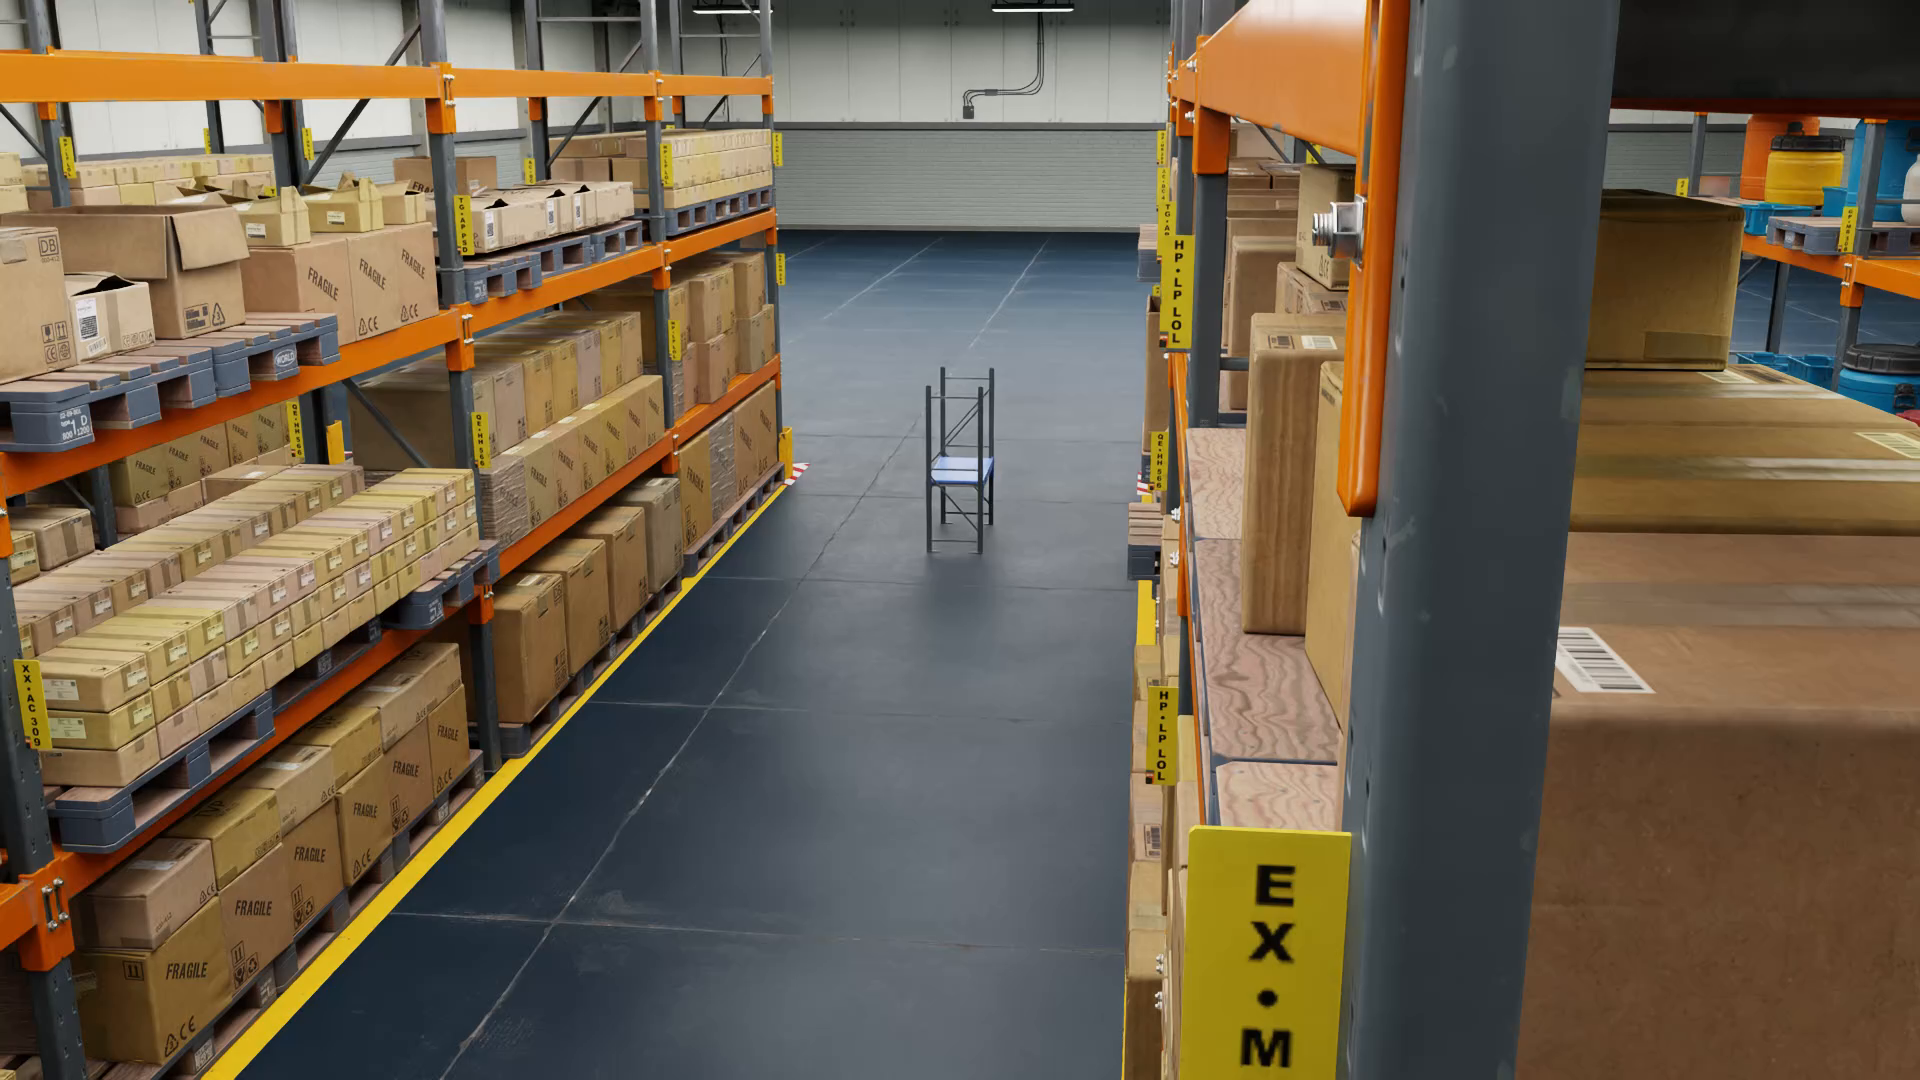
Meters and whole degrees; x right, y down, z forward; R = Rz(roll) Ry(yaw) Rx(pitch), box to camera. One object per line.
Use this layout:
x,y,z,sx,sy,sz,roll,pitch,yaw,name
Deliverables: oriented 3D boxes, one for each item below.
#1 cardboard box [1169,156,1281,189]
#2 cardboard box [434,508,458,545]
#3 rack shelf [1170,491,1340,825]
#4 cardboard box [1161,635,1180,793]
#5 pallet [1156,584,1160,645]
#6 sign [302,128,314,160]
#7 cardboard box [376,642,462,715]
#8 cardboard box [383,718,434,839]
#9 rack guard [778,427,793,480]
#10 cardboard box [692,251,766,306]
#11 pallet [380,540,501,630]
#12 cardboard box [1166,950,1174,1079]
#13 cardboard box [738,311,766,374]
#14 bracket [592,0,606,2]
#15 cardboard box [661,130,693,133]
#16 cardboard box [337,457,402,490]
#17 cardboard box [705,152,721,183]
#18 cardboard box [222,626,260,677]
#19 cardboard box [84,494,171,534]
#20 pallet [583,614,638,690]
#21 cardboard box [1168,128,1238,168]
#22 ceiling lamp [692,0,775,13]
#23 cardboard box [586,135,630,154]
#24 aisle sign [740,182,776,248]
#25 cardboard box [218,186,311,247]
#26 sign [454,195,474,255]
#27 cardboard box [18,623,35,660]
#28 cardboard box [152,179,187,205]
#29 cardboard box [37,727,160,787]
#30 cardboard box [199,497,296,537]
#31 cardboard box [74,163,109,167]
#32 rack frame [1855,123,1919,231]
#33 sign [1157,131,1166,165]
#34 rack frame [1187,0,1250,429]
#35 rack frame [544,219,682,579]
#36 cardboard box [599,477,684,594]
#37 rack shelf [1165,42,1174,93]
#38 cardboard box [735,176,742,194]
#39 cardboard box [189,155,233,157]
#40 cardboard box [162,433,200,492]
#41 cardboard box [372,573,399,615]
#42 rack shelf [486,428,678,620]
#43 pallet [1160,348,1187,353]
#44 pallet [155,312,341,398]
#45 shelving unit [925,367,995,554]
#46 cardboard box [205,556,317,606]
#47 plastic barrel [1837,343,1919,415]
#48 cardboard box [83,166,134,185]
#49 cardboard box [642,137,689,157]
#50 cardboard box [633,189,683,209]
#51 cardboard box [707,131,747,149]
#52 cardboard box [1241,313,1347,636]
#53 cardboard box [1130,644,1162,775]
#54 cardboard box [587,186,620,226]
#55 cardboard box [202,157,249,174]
1.924,-2.511,12.042,0.797,0.503,0.637,1,15,3,cardboard box
-2.925,-0.079,8.902,0.380,0.149,0.250,2,15,8,cardboard box
0.947,0.563,3.053,1.077,0.370,4.000,2,15,6,rack shelf
1.069,0.704,6.710,0.500,0.500,0.500,2,15,6,cardboard box
1.989,0.618,12.559,1.003,0.211,1.213,2,15,6,pallet
-6.771,-4.113,17.271,0.100,0.325,0.005,2,15,6,sign
-3.110,0.762,9.232,0.500,0.250,0.500,1,15,5,cardboard box
-3.170,1.252,8.857,0.500,0.500,0.500,2,15,9,cardboard box
-2.388,-0.939,17.765,1.175,0.500,0.348,2,15,6,rack guard
-2.471,-2.638,16.904,0.875,0.550,0.550,2,15,6,cardboard box
-3.268,0.216,9.072,1.213,0.211,1.003,2,15,6,pallet
0.798,1.317,4.351,0.500,0.250,0.500,2,15,6,cardboard box
-2.428,-1.971,16.505,0.875,0.550,0.550,2,15,6,cardboard box
-9.826,-13.878,42.440,0.076,0.066,4.783,2,15,6,bracket
-2.802,-3.894,16.114,0.380,0.149,0.250,1,15,5,cardboard box
-3.509,-0.238,10.191,0.500,0.500,0.500,2,15,6,cardboard box
-2.396,-3.253,14.507,0.500,0.250,0.500,2,15,6,cardboard box
-3.158,0.457,6.919,0.380,0.149,0.250,1,15,4,cardboard box
-7.437,-0.242,14.862,0.500,0.250,0.500,1,15,4,cardboard box
-2.989,0.764,12.021,1.003,0.211,1.213,2,15,6,pallet
1.873,-2.935,12.893,0.500,0.500,0.500,1,15,5,cardboard box
-5.558,-14.603,40.832,2.000,3.185,0.800,2,15,6,ceiling lamp
-3.031,-3.364,14.157,0.380,0.149,0.250,2,15,7,cardboard box
-2.084,-3.404,17.112,0.394,0.787,0.004,2,15,6,aisle sign
-3.205,-1.484,7.586,0.396,0.266,0.258,2,15,6,cardboard box
-2.754,-1.746,9.222,0.100,0.325,0.005,2,15,6,sign
-3.864,0.425,6.470,0.380,0.149,0.250,1,15,5,cardboard box
-7.331,-3.110,14.978,0.500,0.250,0.500,2,15,7,cardboard box
-3.243,0.803,6.212,0.380,0.149,0.250,1,15,4,cardboard box
-3.628,-0.117,8.474,0.380,0.149,0.250,1,15,4,cardboard box
-7.851,-3.293,14.887,0.380,0.149,0.250,1,15,5,cardboard box
6.997,-3.680,11.619,1.000,3.000,0.127,2,15,6,rack frame
1.987,-3.853,16.332,0.100,0.325,0.005,2,15,6,sign
1.172,-1.751,4.486,1.000,3.000,0.127,2,15,6,rack frame
-2.842,-1.102,13.579,1.000,3.000,0.127,2,15,6,rack frame
-2.822,-0.055,13.213,1.050,0.750,0.750,2,15,6,cardboard box
2.301,-3.996,14.172,1.077,0.370,4.000,2,15,6,rack shelf
-2.235,-3.292,15.415,0.380,0.149,0.250,2,15,7,cardboard box
-7.576,-3.819,16.833,0.380,0.149,0.250,2,15,6,cardboard box
-7.388,-0.743,15.279,0.500,0.500,0.500,2,15,9,cardboard box
-3.011,0.261,8.216,0.380,0.149,0.250,1,15,4,cardboard box
-3.067,-0.236,11.755,1.077,0.370,4.000,2,15,6,rack shelf
1.604,-1.081,8.115,1.213,0.211,1.003,2,15,9,pallet
-3.455,-0.811,7.114,1.213,0.211,1.003,2,15,6,pallet
0.010,-0.746,15.136,0.538,1.500,1.048,2,15,6,shelving unit
-3.098,0.180,7.374,0.380,0.149,0.250,2,15,8,cardboard box
6.652,-0.935,11.999,0.600,0.901,0.708,2,15,6,plastic barrel
-7.373,-3.142,14.330,0.380,0.149,0.250,1,15,4,cardboard box
-2.435,-3.215,13.606,0.380,0.149,0.250,2,15,6,cardboard box
-2.463,-2.764,13.465,0.380,0.149,0.250,1,15,5,cardboard box
-2.207,-3.742,15.552,0.380,0.149,0.250,2,15,6,cardboard box
0.879,-0.127,3.038,0.700,0.500,0.500,2,15,9,cardboard box
1.525,1.109,8.668,1.225,0.875,0.875,1,15,4,cardboard box
-2.762,-2.402,11.931,0.500,0.250,0.500,2,15,6,cardboard box
-7.223,-3.678,16.311,0.380,0.149,0.250,2,15,7,cardboard box
